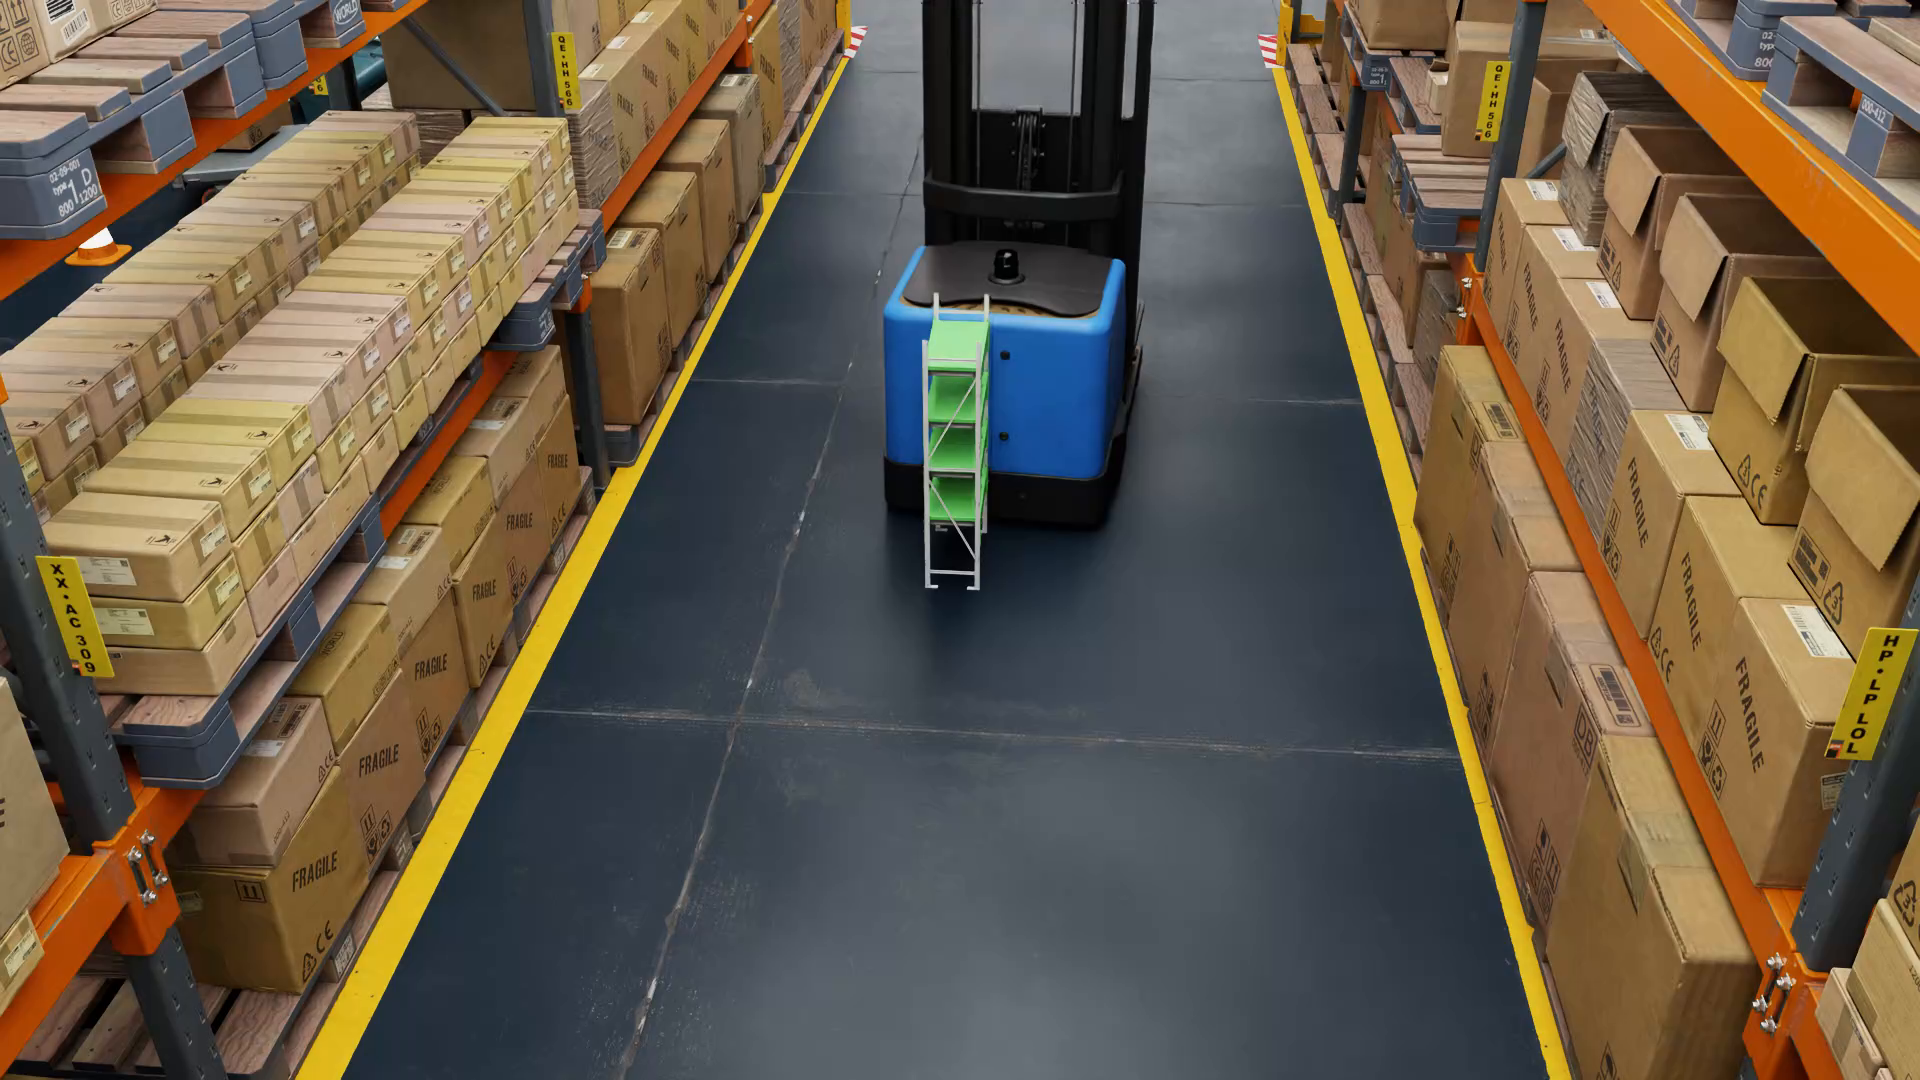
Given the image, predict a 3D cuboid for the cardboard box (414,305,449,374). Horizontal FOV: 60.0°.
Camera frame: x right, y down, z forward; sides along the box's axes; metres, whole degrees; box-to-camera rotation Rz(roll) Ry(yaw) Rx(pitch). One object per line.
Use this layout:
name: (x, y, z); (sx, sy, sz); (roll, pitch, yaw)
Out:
cardboard box: (-1.939, -0.676, 5.544); (0.380, 0.149, 0.250); (2, 32, 3)

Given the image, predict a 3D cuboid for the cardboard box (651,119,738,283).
cardboard box: (-1.946, -2.045, 9.954); (1.050, 0.750, 0.750); (2, 32, 4)

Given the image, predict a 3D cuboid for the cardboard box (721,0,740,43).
cardboard box: (-1.679, -3.415, 10.337); (0.500, 0.500, 0.500); (2, 32, 4)

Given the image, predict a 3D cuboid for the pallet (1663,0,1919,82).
pallet: (2.619, -1.573, 4.765); (1.003, 0.211, 1.213); (4, 32, 6)

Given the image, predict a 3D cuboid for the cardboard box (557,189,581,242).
cardboard box: (-1.811, -1.359, 6.936); (0.380, 0.149, 0.250); (3, 32, 5)

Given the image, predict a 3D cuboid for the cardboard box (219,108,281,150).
cardboard box: (-5.068, -3.013, 11.441); (0.500, 0.500, 0.500); (2, 32, 4)

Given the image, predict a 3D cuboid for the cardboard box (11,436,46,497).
cardboard box: (-2.695, -0.158, 4.419); (0.380, 0.149, 0.250); (2, 32, 3)

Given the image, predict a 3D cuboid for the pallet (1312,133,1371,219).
pallet: (3.052, -2.558, 11.699); (1.003, 0.211, 1.213); (2, 32, 4)

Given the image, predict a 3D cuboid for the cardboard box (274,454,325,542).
cardboard box: (-2.024, -0.129, 4.656); (0.380, 0.149, 0.250); (3, 32, 5)

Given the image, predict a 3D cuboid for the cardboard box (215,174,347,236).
cardboard box: (-2.525, -1.250, 6.191); (0.380, 0.149, 0.250); (1, 32, 2)

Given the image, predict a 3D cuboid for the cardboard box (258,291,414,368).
cardboard box: (-1.960, -0.661, 5.236); (0.380, 0.149, 0.250); (4, 32, 6)

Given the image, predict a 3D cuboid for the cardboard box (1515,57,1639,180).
cardboard box: (2.711, -1.806, 7.326); (0.500, 0.500, 0.500); (-1, 32, -2)

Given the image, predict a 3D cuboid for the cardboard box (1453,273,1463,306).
cardboard box: (2.764, -1.372, 8.366); (0.500, 0.250, 0.500); (6, 32, 10)

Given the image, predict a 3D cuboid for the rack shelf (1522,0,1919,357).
rack shelf: (2.544, -1.225, 4.706); (1.077, 0.370, 4.000); (2, 32, 4)

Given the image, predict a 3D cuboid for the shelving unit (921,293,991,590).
shelving unit: (-0.013, -0.424, 7.295); (0.258, 1.200, 0.503); (2, 32, 4)

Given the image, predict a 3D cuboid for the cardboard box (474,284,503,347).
cardboard box: (-1.897, -0.824, 6.068); (0.380, 0.149, 0.250); (1, 32, 2)

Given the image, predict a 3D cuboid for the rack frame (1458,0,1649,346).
rack frame: (2.707, -1.301, 7.001); (1.000, 3.000, 0.127); (2, 32, 4)

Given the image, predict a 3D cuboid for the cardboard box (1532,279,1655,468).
cardboard box: (2.318, -0.563, 5.709); (0.500, 0.500, 0.500); (2, 32, 3)

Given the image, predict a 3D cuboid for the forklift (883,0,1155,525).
forklift: (0.408, -2.078, 8.329); (1.130, 2.935, 3.031); (5, 32, 9)

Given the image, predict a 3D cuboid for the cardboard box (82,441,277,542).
cardboard box: (-2.047, -0.131, 4.376); (0.380, 0.149, 0.250); (3, 32, 5)

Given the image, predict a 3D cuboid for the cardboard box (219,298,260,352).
cardboard box: (-2.590, -0.705, 5.590); (0.380, 0.149, 0.250); (4, 32, 6)

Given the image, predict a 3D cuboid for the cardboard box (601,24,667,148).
cardboard box: (-1.843, -2.361, 8.626); (0.500, 0.500, 0.500); (2, 32, 4)

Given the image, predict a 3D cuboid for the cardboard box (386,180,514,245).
cardboard box: (-1.874, -1.207, 6.121); (0.380, 0.149, 0.250); (3, 32, 5)

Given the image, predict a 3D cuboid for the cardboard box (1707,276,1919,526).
cardboard box: (2.492, -0.371, 4.442); (0.797, 0.503, 0.637); (3, 32, 5)

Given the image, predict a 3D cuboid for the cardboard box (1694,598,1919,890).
cardboard box: (2.147, 0.492, 3.997); (0.500, 0.500, 0.500); (3, 32, 4)

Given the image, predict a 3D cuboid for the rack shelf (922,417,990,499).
rack shelf: (-0.013, -0.370, 7.328); (0.258, 0.148, 0.480); (2, 32, 4)

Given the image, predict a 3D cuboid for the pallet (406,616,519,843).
pallet: (-2.396, 0.667, 6.467); (1.003, 0.211, 1.213); (2, 32, 4)

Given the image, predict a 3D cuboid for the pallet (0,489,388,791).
pallet: (-2.347, 0.215, 4.726); (1.003, 0.211, 1.213); (2, 32, 4)

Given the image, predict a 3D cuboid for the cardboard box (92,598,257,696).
cardboard box: (-2.064, 0.268, 4.295); (0.380, 0.149, 0.250); (1, 32, 2)

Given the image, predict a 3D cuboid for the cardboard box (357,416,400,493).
cardboard box: (-1.981, -0.272, 5.171); (0.380, 0.149, 0.250); (1, 32, 2)

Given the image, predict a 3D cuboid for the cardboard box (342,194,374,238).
cardboard box: (-2.507, -1.238, 6.455); (0.380, 0.149, 0.250); (2, 32, 2)

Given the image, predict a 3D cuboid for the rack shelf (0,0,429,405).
rack shelf: (-2.391, -1.490, 5.136); (1.077, 0.370, 4.000); (2, 32, 4)

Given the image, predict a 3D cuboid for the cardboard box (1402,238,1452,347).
cardboard box: (2.813, -1.362, 9.065); (0.700, 0.500, 0.500); (5, 32, 8)

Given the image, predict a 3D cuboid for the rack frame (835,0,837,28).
rack frame: (-1.577, -5.748, 14.219); (1.000, 3.000, 0.127); (2, 32, 4)

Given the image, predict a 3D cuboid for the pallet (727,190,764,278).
pallet: (-1.891, -2.063, 10.896); (1.003, 0.211, 1.213); (2, 32, 4)

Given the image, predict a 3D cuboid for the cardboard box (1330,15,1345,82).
cardboard box: (3.276, -3.959, 13.297); (0.500, 0.500, 0.500); (11, 33, 17)

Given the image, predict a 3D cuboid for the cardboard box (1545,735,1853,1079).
cardboard box: (2.413, 1.181, 4.599); (1.225, 0.875, 0.875); (3, 32, 4)

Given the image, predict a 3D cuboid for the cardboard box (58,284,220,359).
cardboard box: (-2.609, -0.698, 5.296); (0.380, 0.149, 0.250); (1, 32, 2)

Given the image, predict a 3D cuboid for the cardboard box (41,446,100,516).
cardboard box: (-2.675, -0.156, 4.700); (0.380, 0.149, 0.250); (4, 32, 6)

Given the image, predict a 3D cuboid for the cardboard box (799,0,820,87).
cardboard box: (-1.636, -4.205, 13.339); (0.875, 0.875, 0.875); (2, 32, 3)

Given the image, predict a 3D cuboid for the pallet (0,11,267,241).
pallet: (-2.398, -0.989, 3.816); (1.213, 0.211, 1.003); (2, 32, 4)

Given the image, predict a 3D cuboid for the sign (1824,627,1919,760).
sign: (1.839, 0.314, 3.354); (0.100, 0.325, 0.005); (2, 32, 4)

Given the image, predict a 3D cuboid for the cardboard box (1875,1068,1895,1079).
cardboard box: (2.004, 1.176, 3.222); (0.380, 0.149, 0.250); (1, 32, 2)

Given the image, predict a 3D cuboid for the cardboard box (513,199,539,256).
cardboard box: (-1.854, -1.209, 6.408); (0.380, 0.149, 0.250); (3, 32, 5)

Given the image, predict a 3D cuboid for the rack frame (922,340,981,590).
rack frame: (-0.033, -0.297, 7.088); (0.240, 1.200, 0.015); (2, 32, 4)

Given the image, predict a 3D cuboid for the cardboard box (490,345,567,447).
cardboard box: (-2.023, -0.630, 7.181); (0.500, 0.250, 0.500); (2, 32, 3)

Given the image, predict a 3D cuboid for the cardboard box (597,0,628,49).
cardboard box: (-2.103, -2.801, 8.387); (0.700, 0.500, 0.500); (2, 32, 3)

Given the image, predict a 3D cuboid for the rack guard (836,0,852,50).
rack guard: (-1.575, -4.697, 14.895); (1.175, 0.500, 0.348); (2, 32, 4)

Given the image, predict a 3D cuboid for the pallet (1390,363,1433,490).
pallet: (2.772, -0.522, 8.396); (1.003, 0.211, 1.213); (2, 32, 4)

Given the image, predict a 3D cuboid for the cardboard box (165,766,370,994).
cardboard box: (-2.230, 1.037, 5.191); (0.500, 0.500, 0.500); (4, 32, 6)

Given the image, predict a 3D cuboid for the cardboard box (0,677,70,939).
cardboard box: (-2.312, 0.622, 3.503); (0.500, 0.500, 0.500); (3, 32, 4)

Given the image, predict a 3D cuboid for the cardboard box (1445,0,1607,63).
cardboard box: (2.983, -2.704, 8.781); (0.797, 0.503, 0.637); (6, 32, 9)

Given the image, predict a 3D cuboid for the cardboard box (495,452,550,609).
cardboard box: (-2.068, -0.053, 6.960); (0.500, 0.500, 0.500); (4, 32, 6)

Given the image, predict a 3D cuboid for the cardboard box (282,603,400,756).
cardboard box: (-2.190, 0.439, 5.446); (0.500, 0.250, 0.500); (3, 32, 5)
